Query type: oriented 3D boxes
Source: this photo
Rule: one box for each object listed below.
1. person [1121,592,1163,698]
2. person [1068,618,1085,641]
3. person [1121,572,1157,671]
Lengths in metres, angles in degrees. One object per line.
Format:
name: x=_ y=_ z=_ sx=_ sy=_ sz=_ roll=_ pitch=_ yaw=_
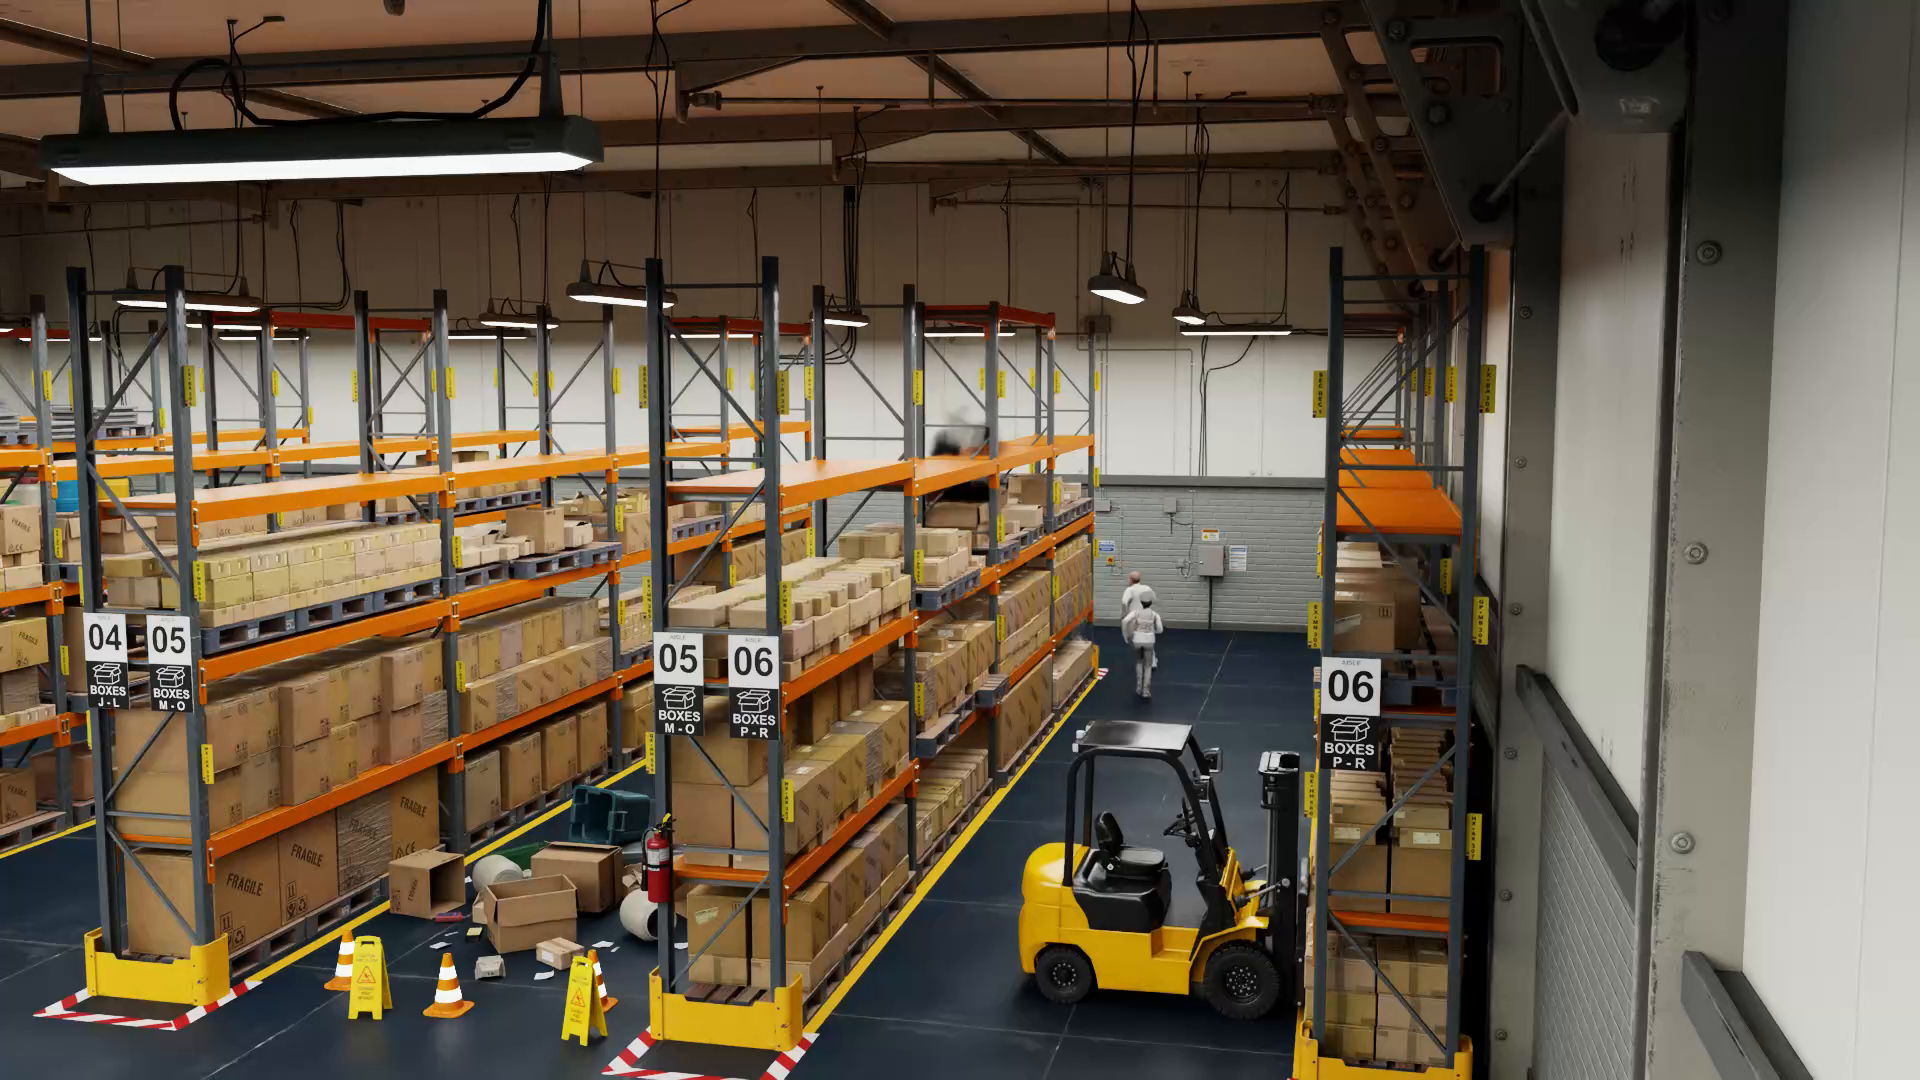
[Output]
person: x=2.894 y=1.653 z=26.367 sx=0.623 sy=1.666 sz=0.822 roll=2 pitch=6 yaw=15
person: x=2.032 y=1.412 z=29.586 sx=0.509 sy=1.542 sz=0.591 roll=5 pitch=7 yaw=38
person: x=3.025 y=1.411 z=28.627 sx=0.750 sy=1.757 sz=0.978 roll=-2 pitch=6 yaw=-17
